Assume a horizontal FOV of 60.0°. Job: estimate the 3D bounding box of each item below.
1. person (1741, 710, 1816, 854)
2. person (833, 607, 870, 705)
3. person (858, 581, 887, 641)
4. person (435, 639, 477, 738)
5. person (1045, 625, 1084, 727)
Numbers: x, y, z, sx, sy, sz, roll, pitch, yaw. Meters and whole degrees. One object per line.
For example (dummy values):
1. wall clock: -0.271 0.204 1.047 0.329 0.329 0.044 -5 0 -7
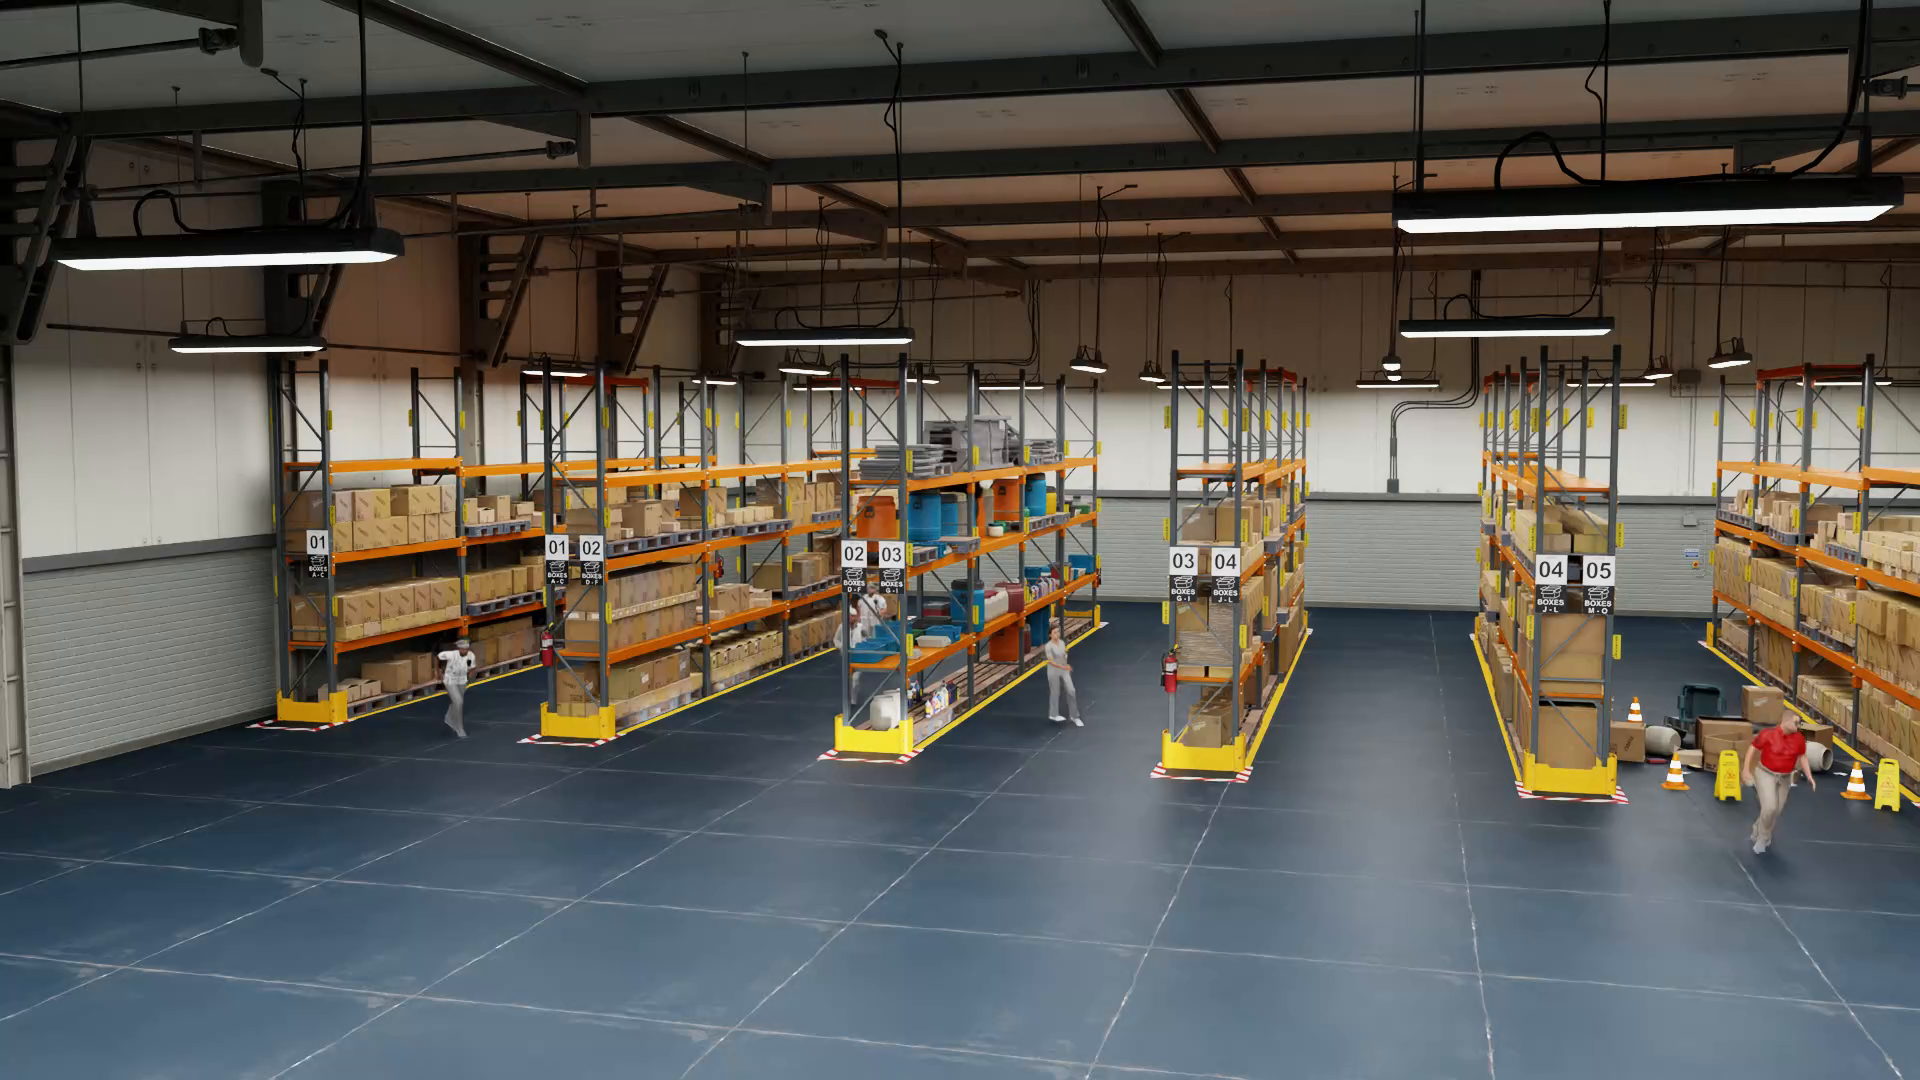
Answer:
1. person: 9.503 2.790 19.379 0.652 1.691 0.759 -1 4 -10
2. person: -1.905 2.037 29.435 0.656 1.726 0.756 0 4 5
3. person: -1.797 1.706 33.605 0.644 1.784 0.694 1 4 8
4. person: -8.048 2.348 26.471 0.621 1.618 0.954 -3 5 -37
5. person: 1.619 2.210 27.230 0.569 1.664 0.712 -2 5 -30
